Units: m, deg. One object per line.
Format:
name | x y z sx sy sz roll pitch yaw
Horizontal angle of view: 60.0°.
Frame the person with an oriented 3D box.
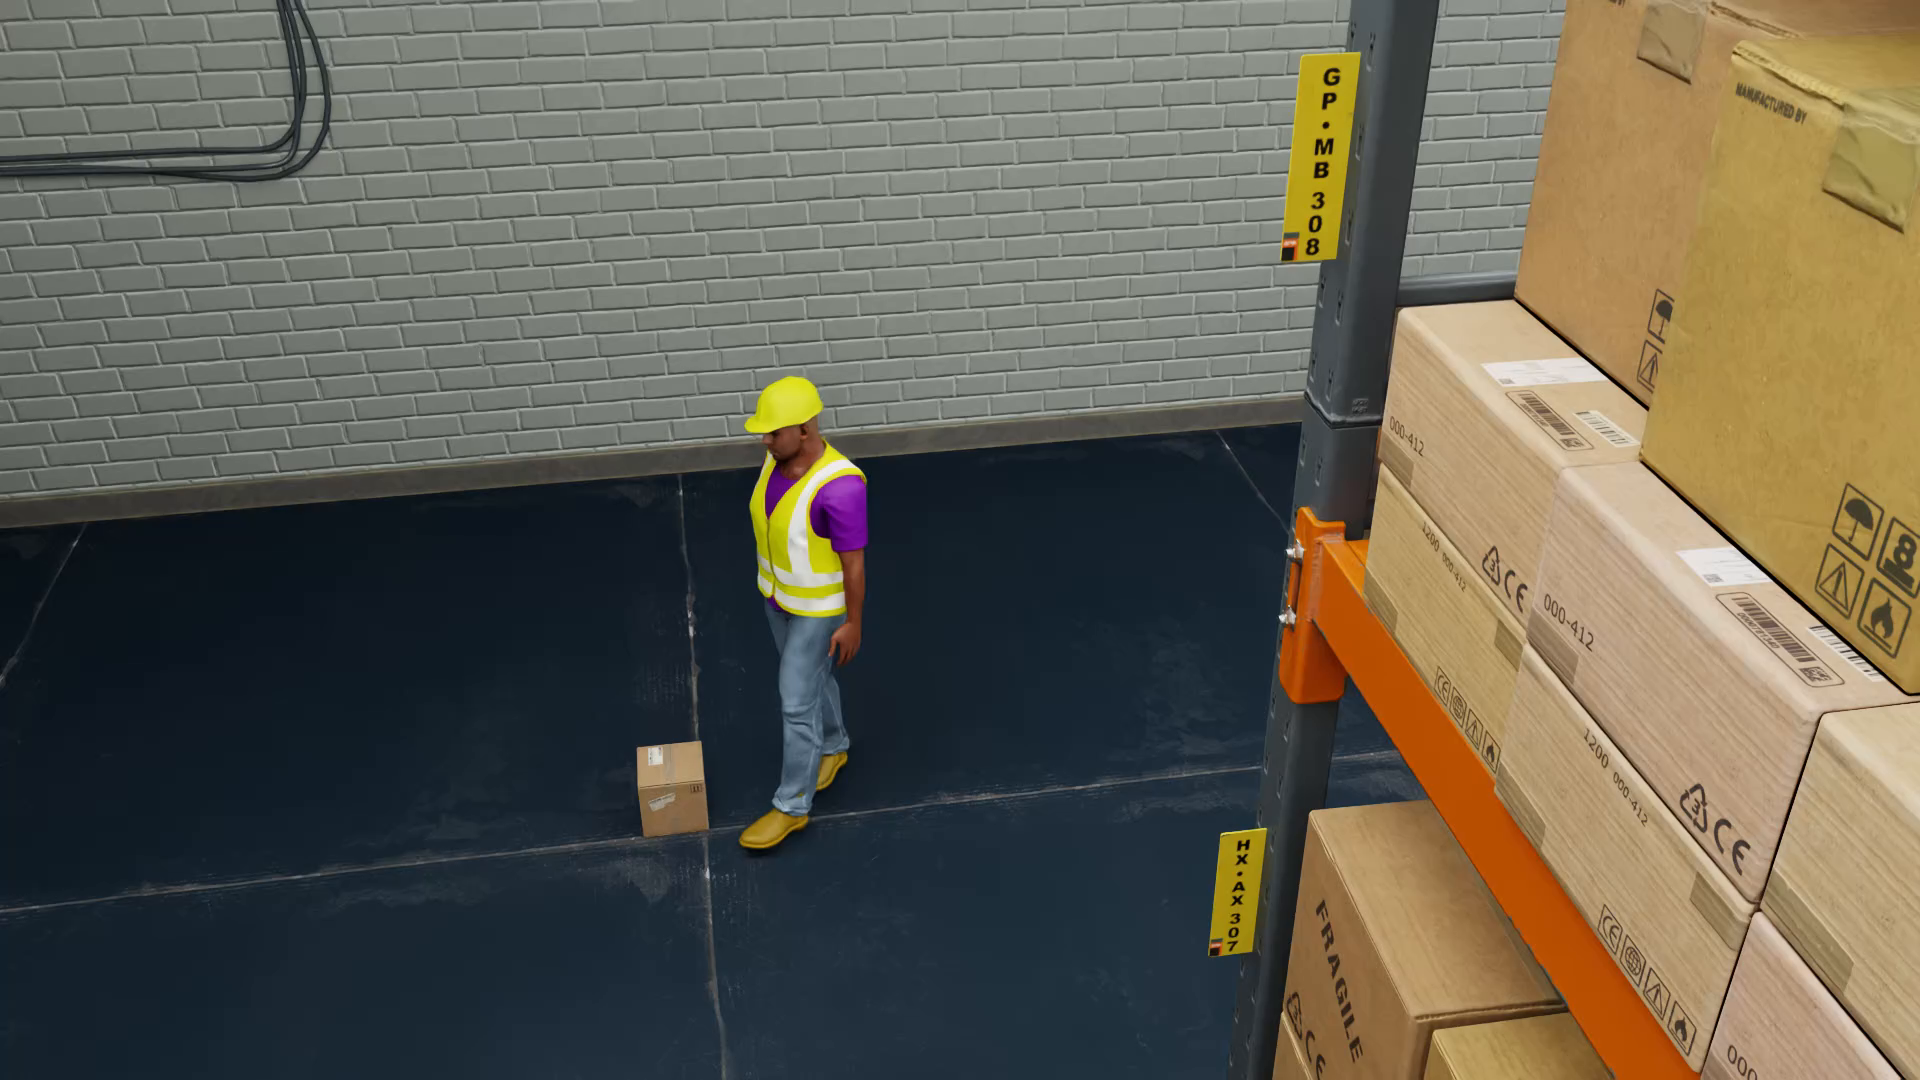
person | -0.680 0.258 6.159 0.692 1.762 0.598 -23 37 -33
